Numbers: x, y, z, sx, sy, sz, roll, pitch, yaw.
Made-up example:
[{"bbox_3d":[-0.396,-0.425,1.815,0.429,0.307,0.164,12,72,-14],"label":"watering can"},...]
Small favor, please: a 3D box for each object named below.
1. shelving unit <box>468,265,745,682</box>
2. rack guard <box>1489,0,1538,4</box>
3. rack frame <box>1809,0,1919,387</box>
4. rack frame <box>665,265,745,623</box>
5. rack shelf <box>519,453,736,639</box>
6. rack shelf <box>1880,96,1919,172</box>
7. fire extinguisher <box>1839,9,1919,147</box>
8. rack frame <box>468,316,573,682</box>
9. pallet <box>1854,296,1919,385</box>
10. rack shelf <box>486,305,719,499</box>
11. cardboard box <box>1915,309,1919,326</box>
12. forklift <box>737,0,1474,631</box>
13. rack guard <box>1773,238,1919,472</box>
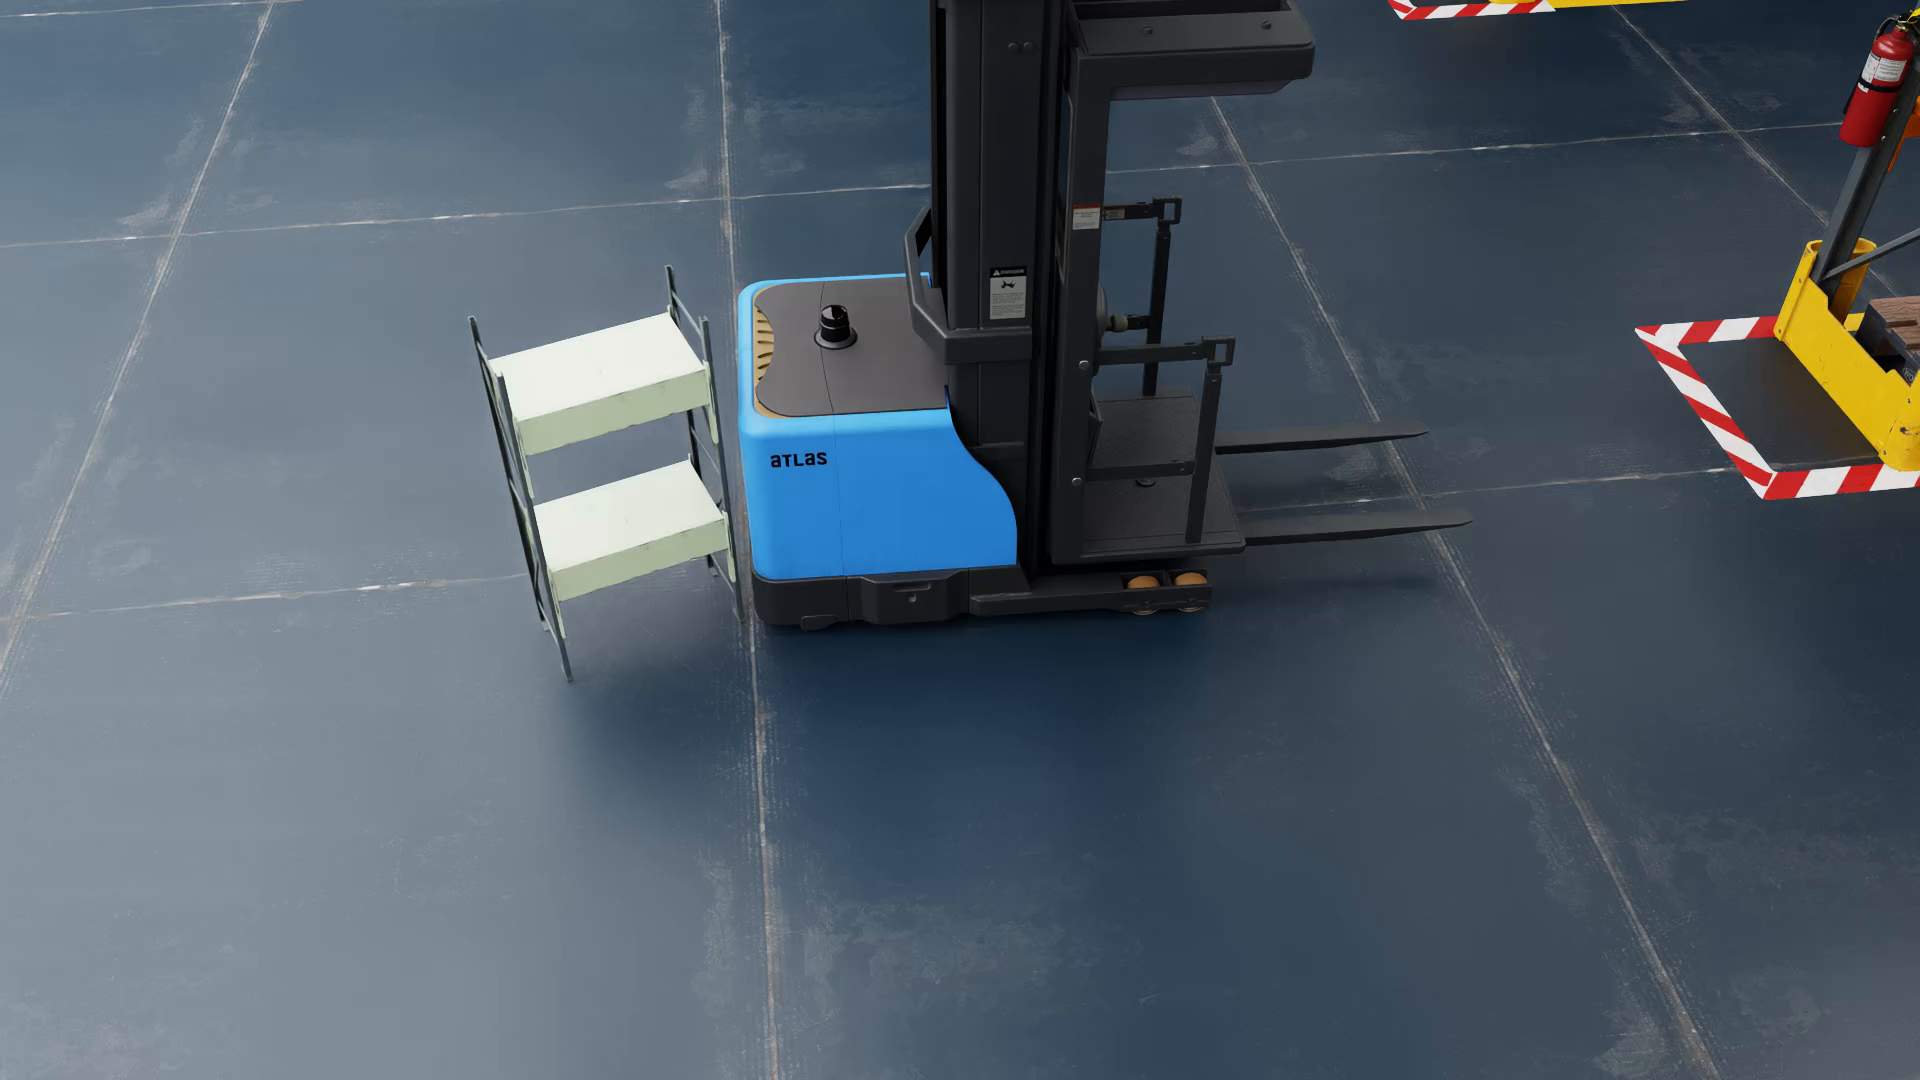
[{"bbox_3d":[-1.317,-0.226,6.381,0.755,1.500,0.431,-19,45,-19],"label":"shelving unit"},{"bbox_3d":[3.706,-4.216,11.551,0.348,0.500,1.175,-5,42,-6],"label":"rack guard"},{"bbox_3d":[4.279,-1.817,7.025,0.127,3.000,1.000,-5,42,-6],"label":"rack frame"},{"bbox_3d":[-0.990,-0.336,6.503,0.023,1.500,0.400,-19,45,-19],"label":"rack frame"},{"bbox_3d":[-1.317,0.016,6.599,0.720,0.370,0.431,-19,45,-19],"label":"rack shelf"},{"bbox_3d":[6.262,-1.724,7.459,4.000,0.370,1.077,-5,42,-6],"label":"rack shelf"},{"bbox_3d":[4.106,-2.085,7.380,0.183,0.674,0.296,-5,42,-6],"label":"fire extinguisher"},{"bbox_3d":[-1.644,-0.116,6.259,0.023,1.500,0.400,-19,45,-19],"label":"rack frame"},{"bbox_3d":[5.164,-0.836,8.019,1.213,0.211,1.003,-5,42,-6],"label":"pallet"},{"bbox_3d":[-1.317,-0.516,6.119,0.720,0.370,0.431,-19,45,-19],"label":"rack shelf"},{"bbox_3d":[4.900,-1.088,7.770,0.500,0.500,0.500,2,42,2],"label":"cardboard box"},{"bbox_3d":[0.628,-1.129,6.314,3.031,2.935,1.130,-4,42,-4],"label":"forklift"},{"bbox_3d":[4.354,-0.896,7.870,0.348,0.500,1.175,-5,42,-6],"label":"rack guard"}]
